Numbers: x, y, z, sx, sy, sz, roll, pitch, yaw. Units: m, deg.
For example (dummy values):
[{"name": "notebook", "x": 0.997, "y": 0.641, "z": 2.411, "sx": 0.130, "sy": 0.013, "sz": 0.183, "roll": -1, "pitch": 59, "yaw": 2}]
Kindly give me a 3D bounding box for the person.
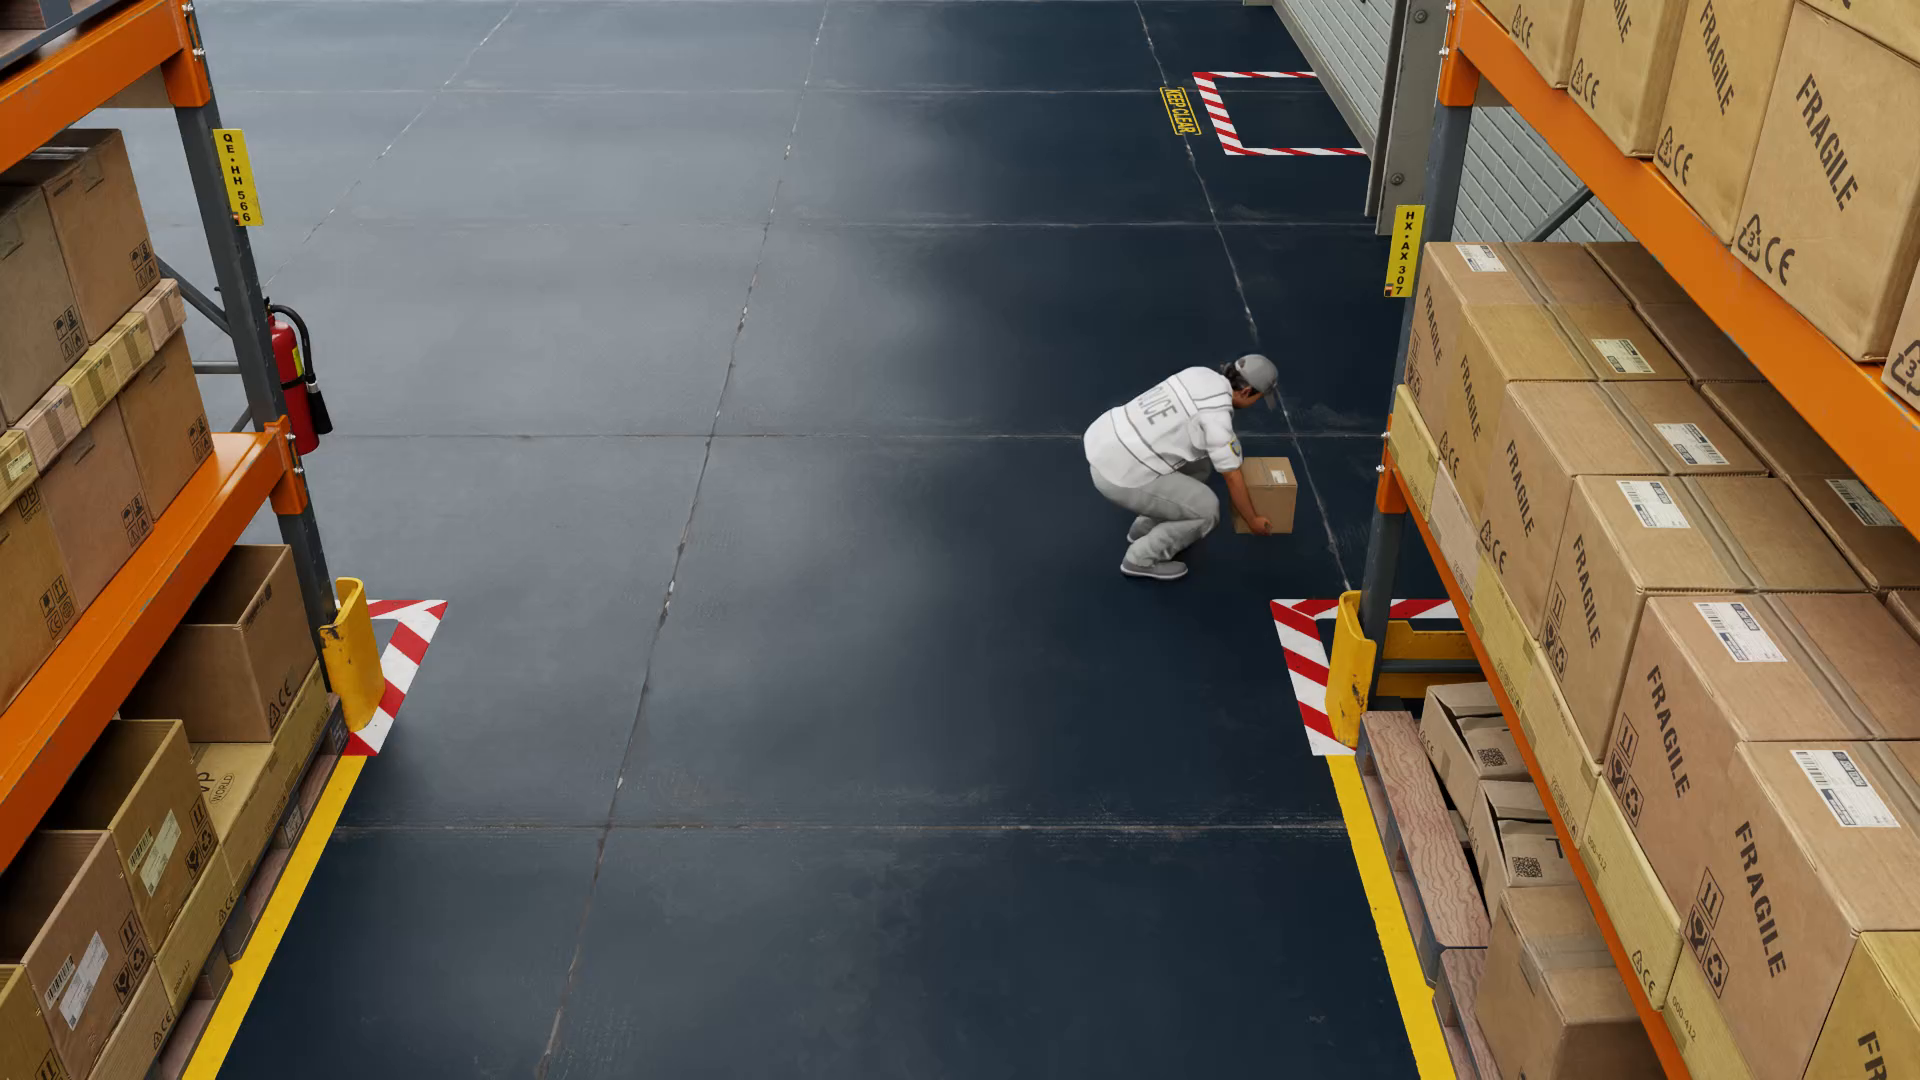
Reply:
[{"name": "person", "x": 0.967, "y": -0.347, "z": 7.348, "sx": 0.839, "sy": 0.986, "sz": 0.526, "roll": 0, "pitch": 32, "yaw": 0}]
